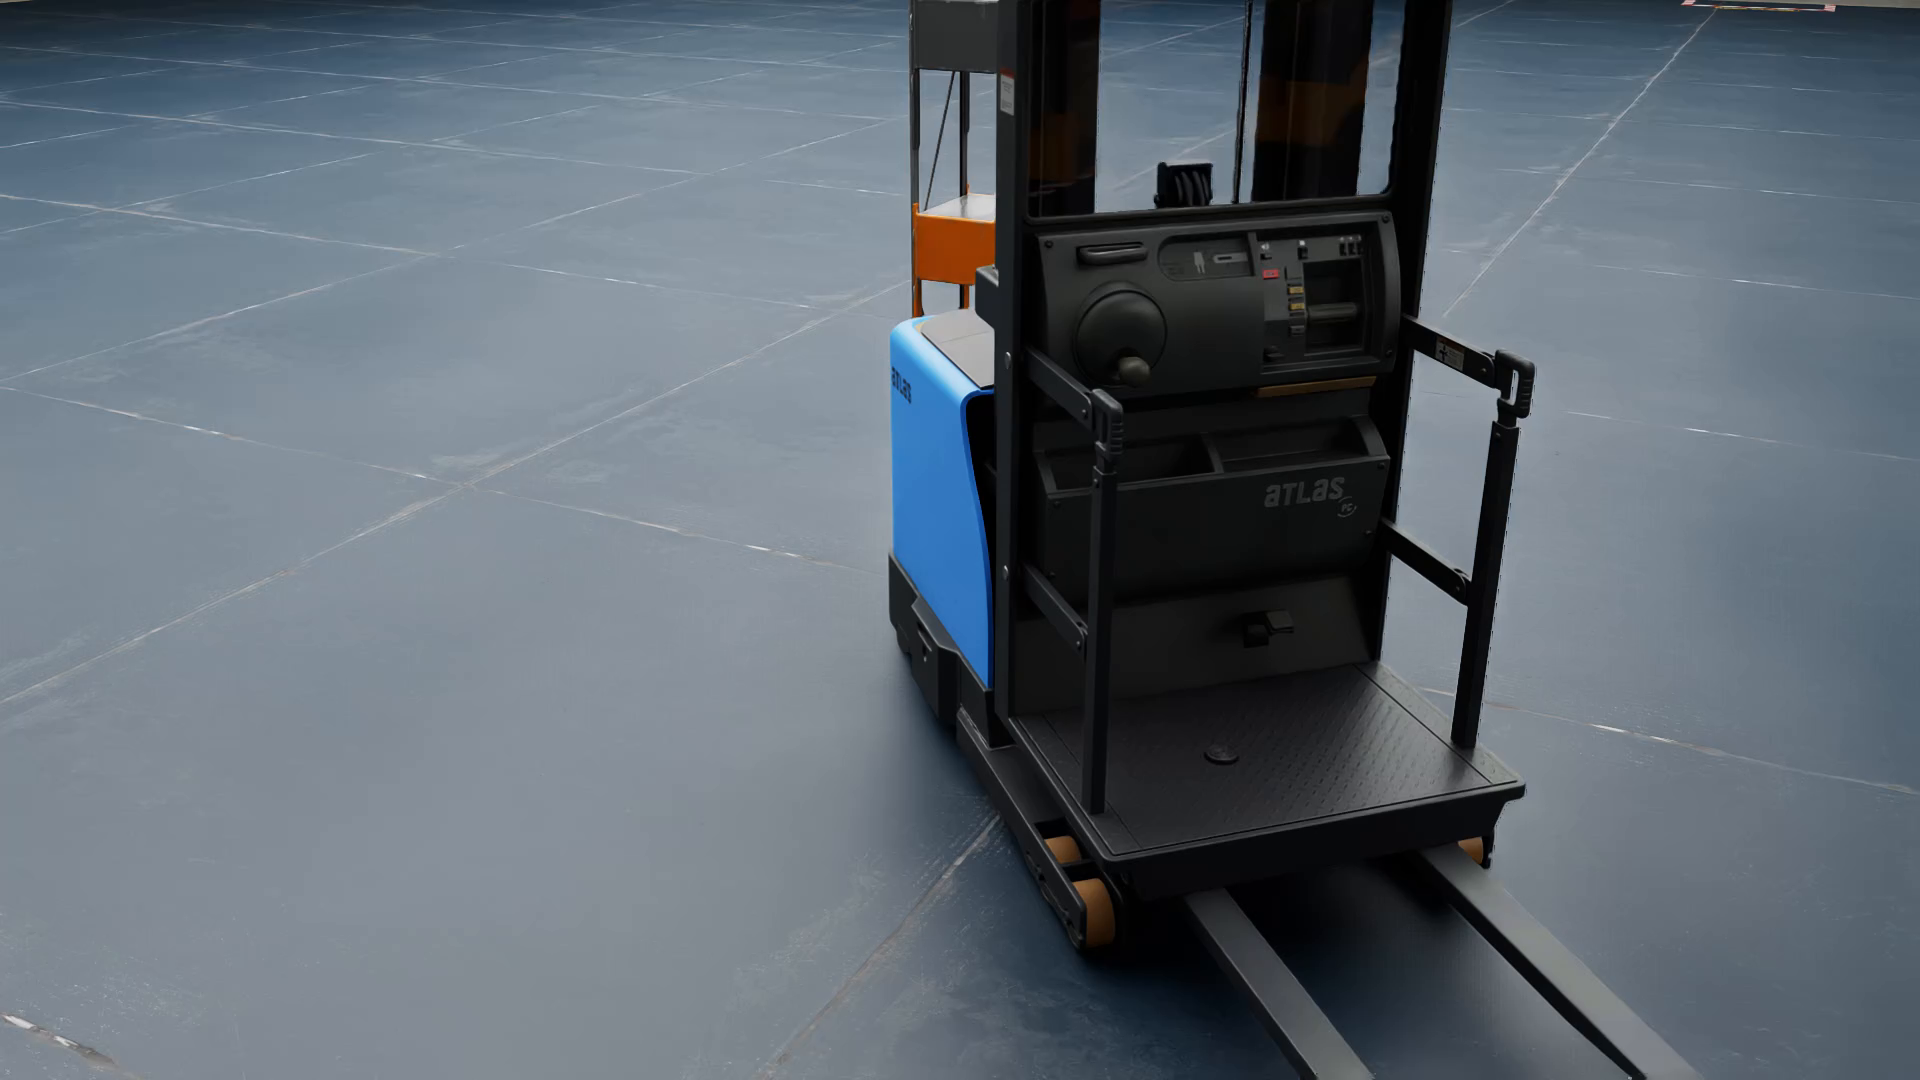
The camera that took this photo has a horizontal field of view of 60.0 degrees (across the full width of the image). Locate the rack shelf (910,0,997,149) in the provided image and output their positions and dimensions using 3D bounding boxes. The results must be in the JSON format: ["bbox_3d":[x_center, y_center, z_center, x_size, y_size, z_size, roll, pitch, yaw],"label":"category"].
[{"bbox_3d":[0.148,-1.569,5.502,0.480,0.518,0.431,11,25,25],"label":"rack shelf"}]

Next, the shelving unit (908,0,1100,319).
[{"bbox_3d":[0.148,-0.937,5.770,0.503,2.100,0.431,11,25,25],"label":"shelving unit"}]

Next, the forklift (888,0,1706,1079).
[{"bbox_3d":[0.699,-0.551,3.800,1.130,2.935,3.031,-7,24,-16],"label":"forklift"}]

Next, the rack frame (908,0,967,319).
[{"bbox_3d":[-0.070,-0.980,5.872,0.015,2.100,0.400,11,25,25],"label":"rack frame"}]

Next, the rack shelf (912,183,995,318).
[{"bbox_3d":[0.148,-0.924,5.776,0.480,0.518,0.431,11,25,25],"label":"rack shelf"}]

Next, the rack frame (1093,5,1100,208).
[{"bbox_3d":[0.365,-0.894,5.669,0.015,2.100,0.400,11,25,25],"label":"rack frame"}]
